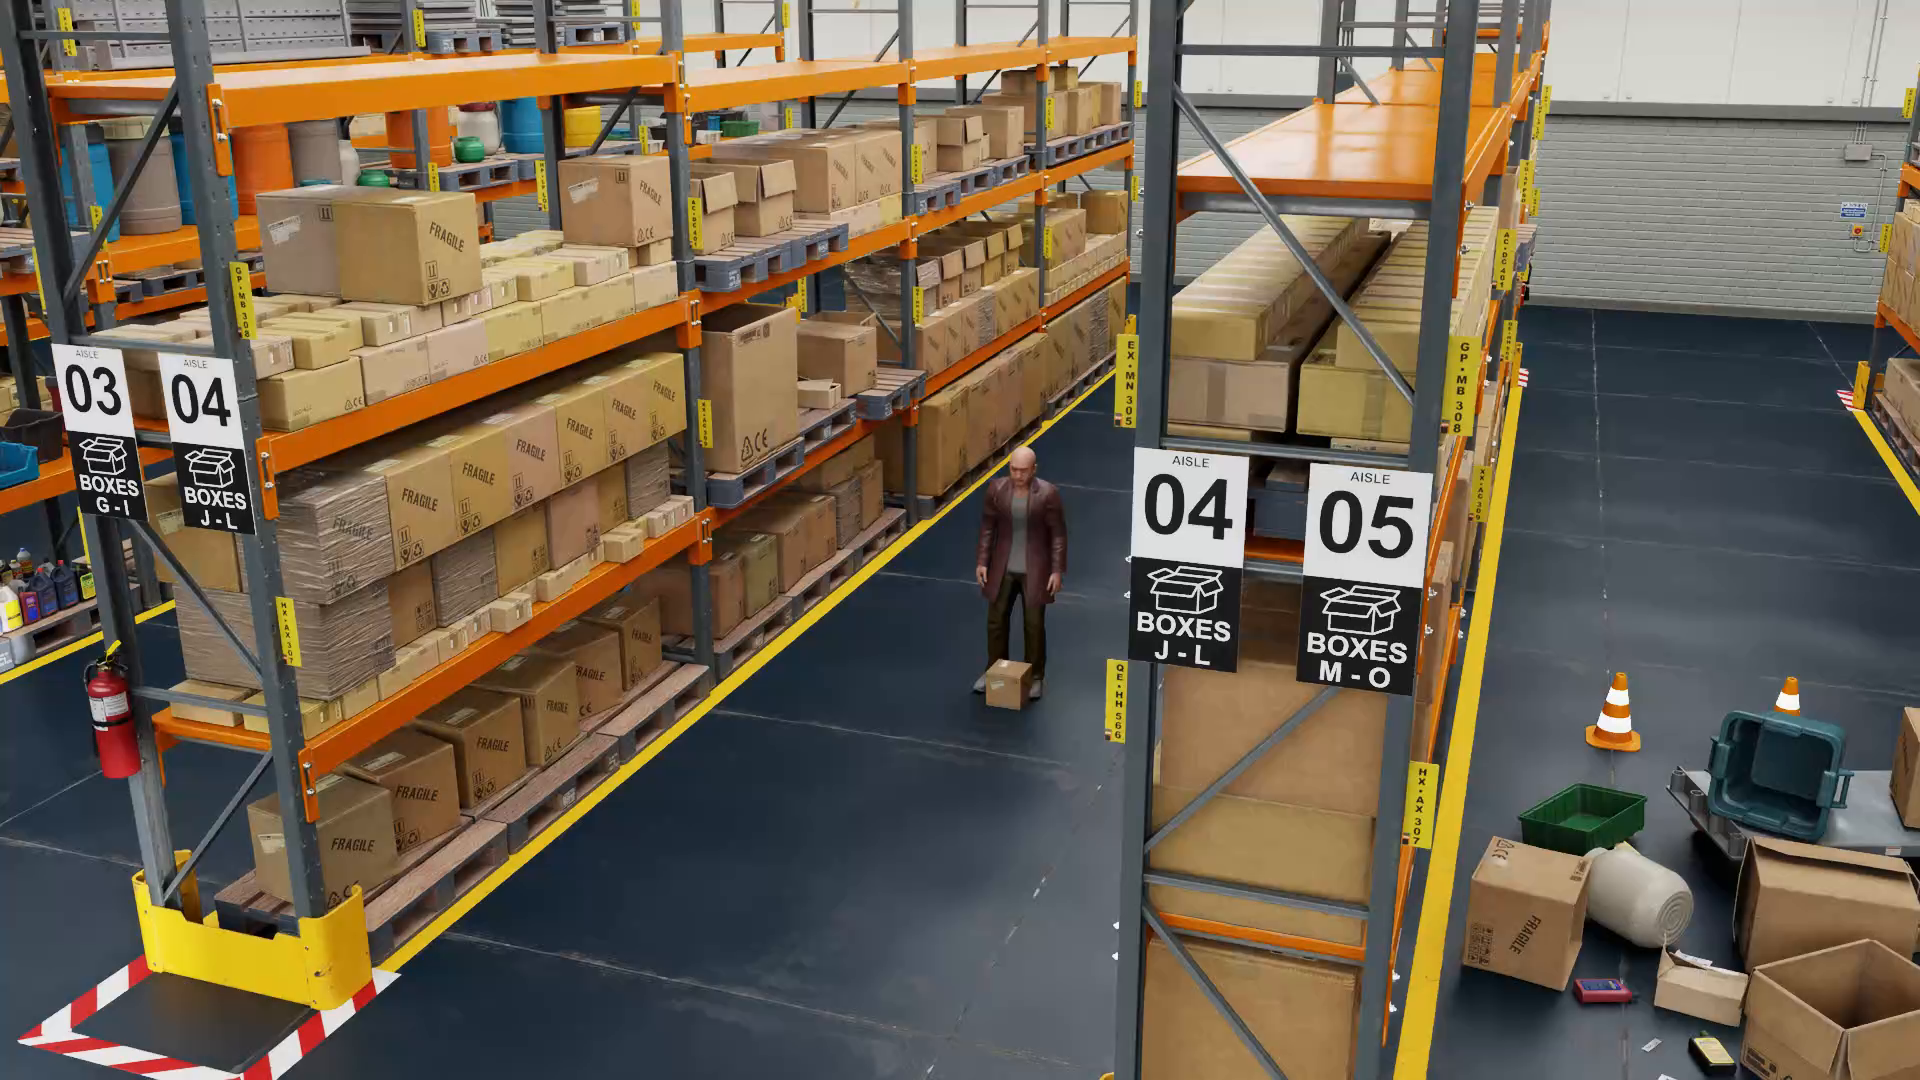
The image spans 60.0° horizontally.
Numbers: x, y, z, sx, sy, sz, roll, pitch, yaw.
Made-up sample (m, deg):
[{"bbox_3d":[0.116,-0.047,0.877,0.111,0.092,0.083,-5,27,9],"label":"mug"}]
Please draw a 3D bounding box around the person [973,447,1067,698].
[{"bbox_3d":[0.419,0.201,11.477,0.654,1.774,0.415,6,19,17],"label":"person"}]
